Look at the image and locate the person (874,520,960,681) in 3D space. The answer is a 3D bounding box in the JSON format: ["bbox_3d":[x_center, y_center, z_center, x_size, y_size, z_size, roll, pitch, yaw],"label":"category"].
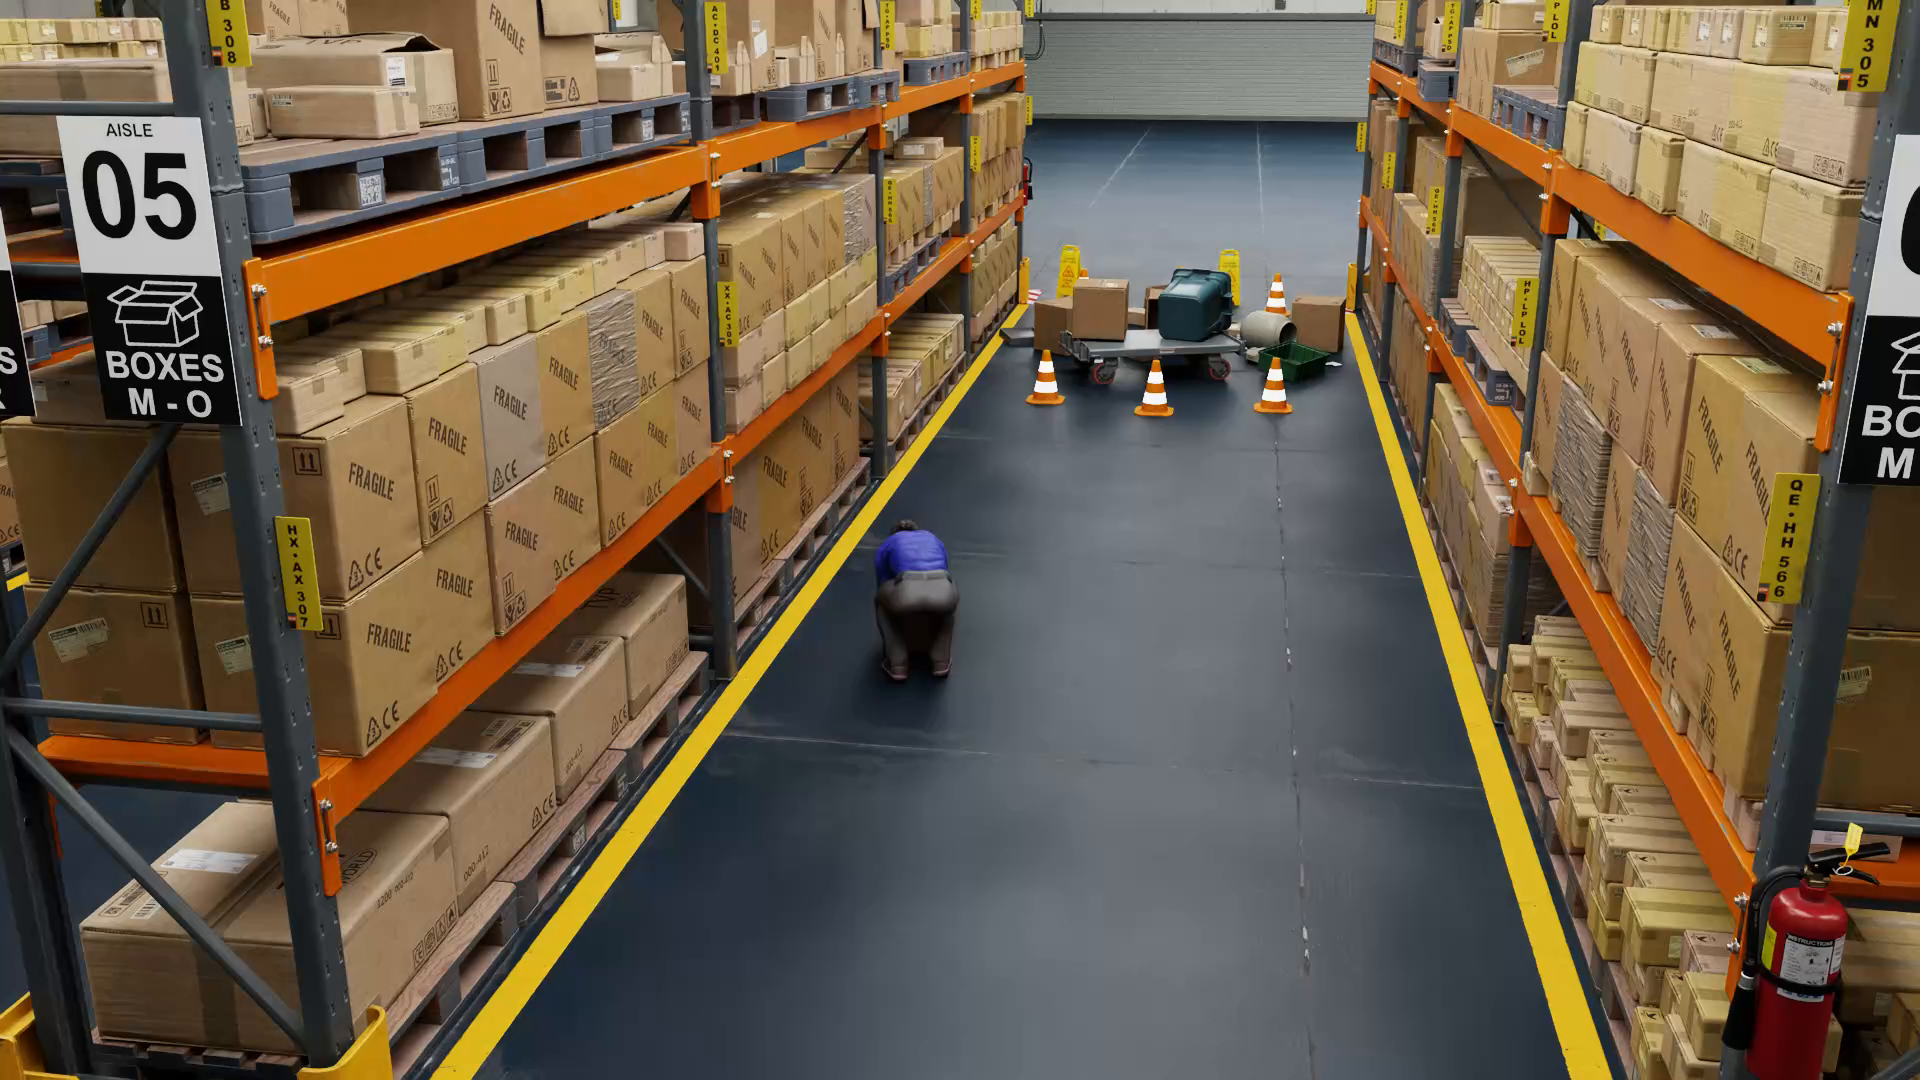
[{"bbox_3d":[-0.240,0.331,9.057,0.451,0.757,0.861,-2,18,-6],"label":"person"}]
